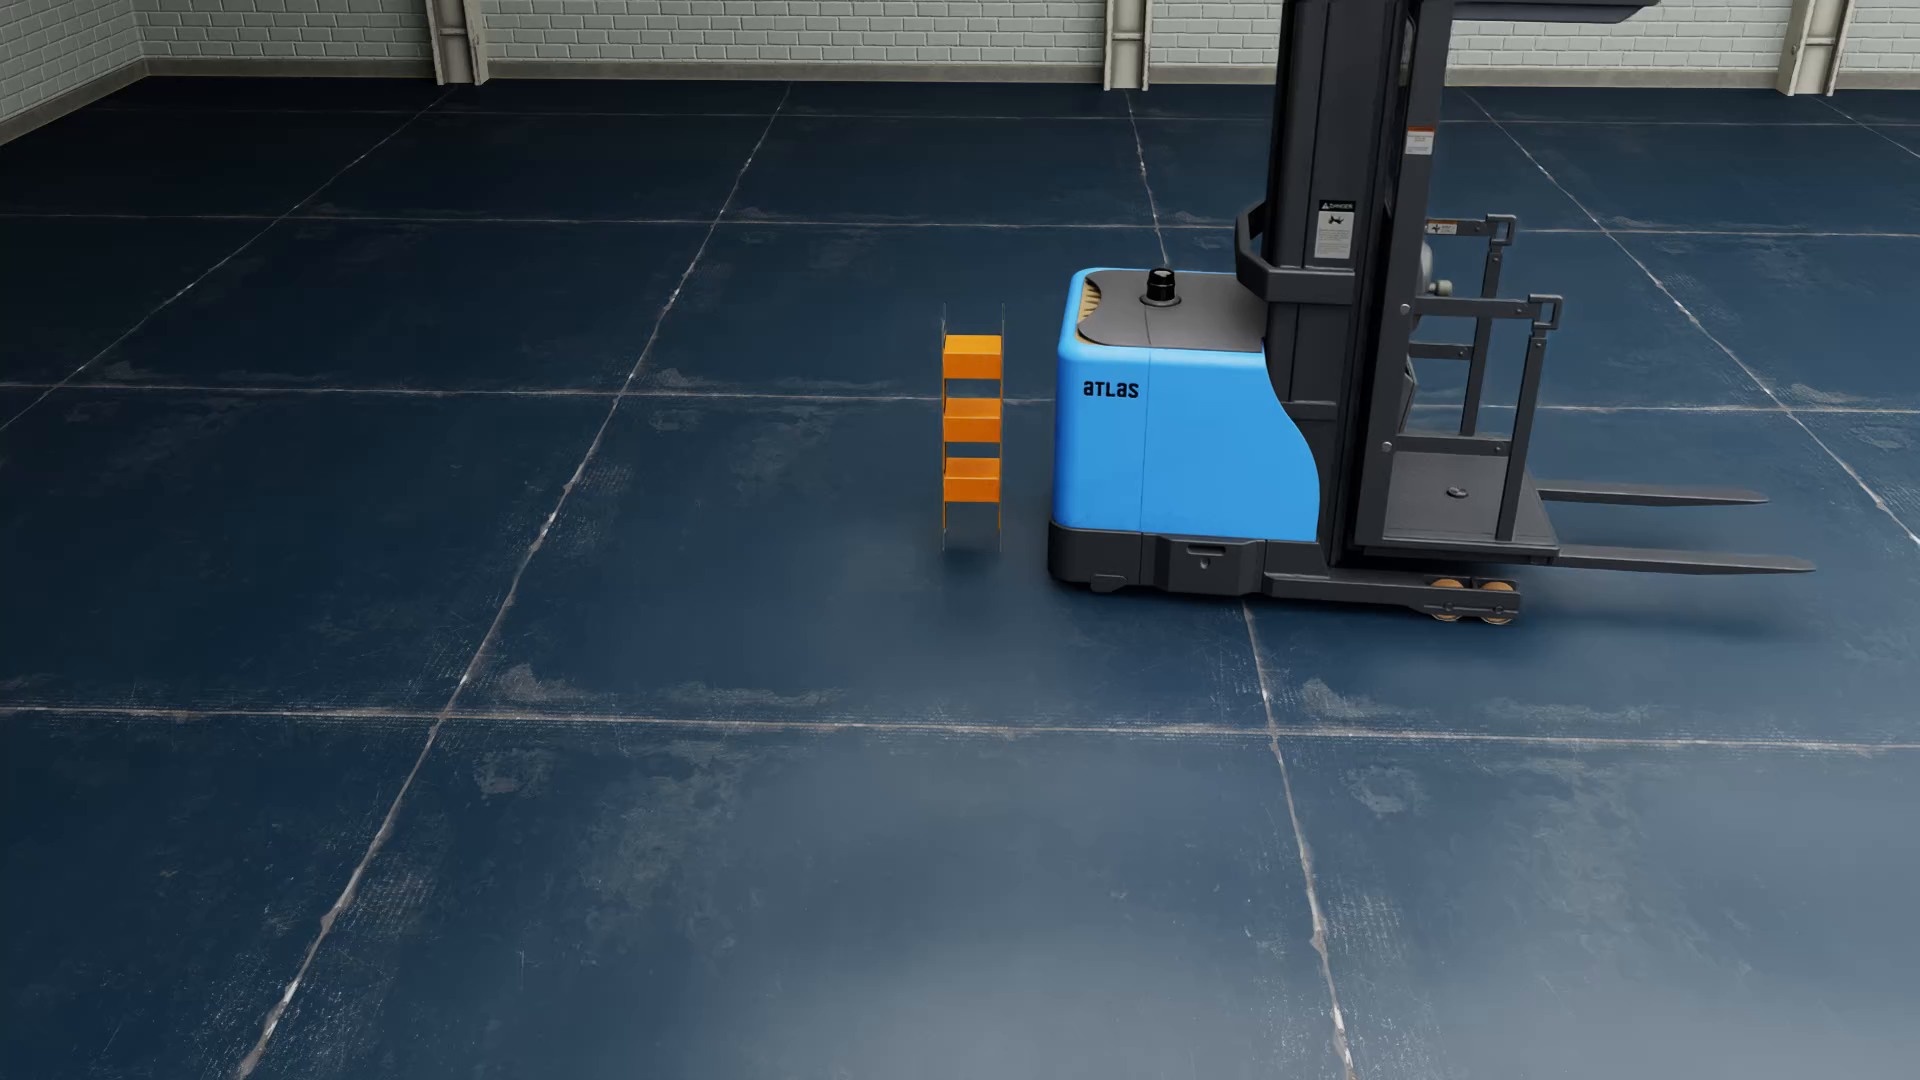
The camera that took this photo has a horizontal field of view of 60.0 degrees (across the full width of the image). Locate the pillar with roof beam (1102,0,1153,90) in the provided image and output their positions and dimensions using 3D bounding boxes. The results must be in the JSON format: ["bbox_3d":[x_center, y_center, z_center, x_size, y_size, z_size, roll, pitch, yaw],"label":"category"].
[{"bbox_3d":[1.329,-6.036,9.029,0.400,9.000,9.100,1,28,2],"label":"pillar with roof beam"}]

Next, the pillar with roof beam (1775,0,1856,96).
[{"bbox_3d":[7.326,-5.937,8.842,0.400,9.000,9.100,1,28,2],"label":"pillar with roof beam"}]

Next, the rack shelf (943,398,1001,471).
[{"bbox_3d":[0.053,-0.454,7.007,0.240,0.259,0.215,1,28,2],"label":"rack shelf"}]

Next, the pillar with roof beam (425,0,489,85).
[{"bbox_3d":[-4.667,-6.135,9.216,0.400,9.000,9.100,1,28,2],"label":"pillar with roof beam"}]

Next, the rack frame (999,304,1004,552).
[{"bbox_3d":[0.175,-0.461,6.999,0.008,1.050,0.200,1,28,2],"label":"rack frame"}]

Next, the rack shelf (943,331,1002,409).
[{"bbox_3d":[0.053,-0.704,6.874,0.240,0.259,0.215,1,28,2],"label":"rack shelf"}]

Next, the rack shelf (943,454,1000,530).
[{"bbox_3d":[0.053,-0.208,7.138,0.240,0.259,0.215,1,28,2],"label":"rack shelf"}]

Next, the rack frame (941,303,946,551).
[{"bbox_3d":[-0.068,-0.465,7.006,0.008,1.050,0.200,1,28,2],"label":"rack frame"}]

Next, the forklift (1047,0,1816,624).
[{"bbox_3d":[1.917,-1.224,6.430,3.031,2.935,1.130,3,28,6],"label":"forklift"}]

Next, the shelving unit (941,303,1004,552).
[{"bbox_3d":[0.053,-0.463,7.002,0.252,1.050,0.215,1,28,2],"label":"shelving unit"}]
